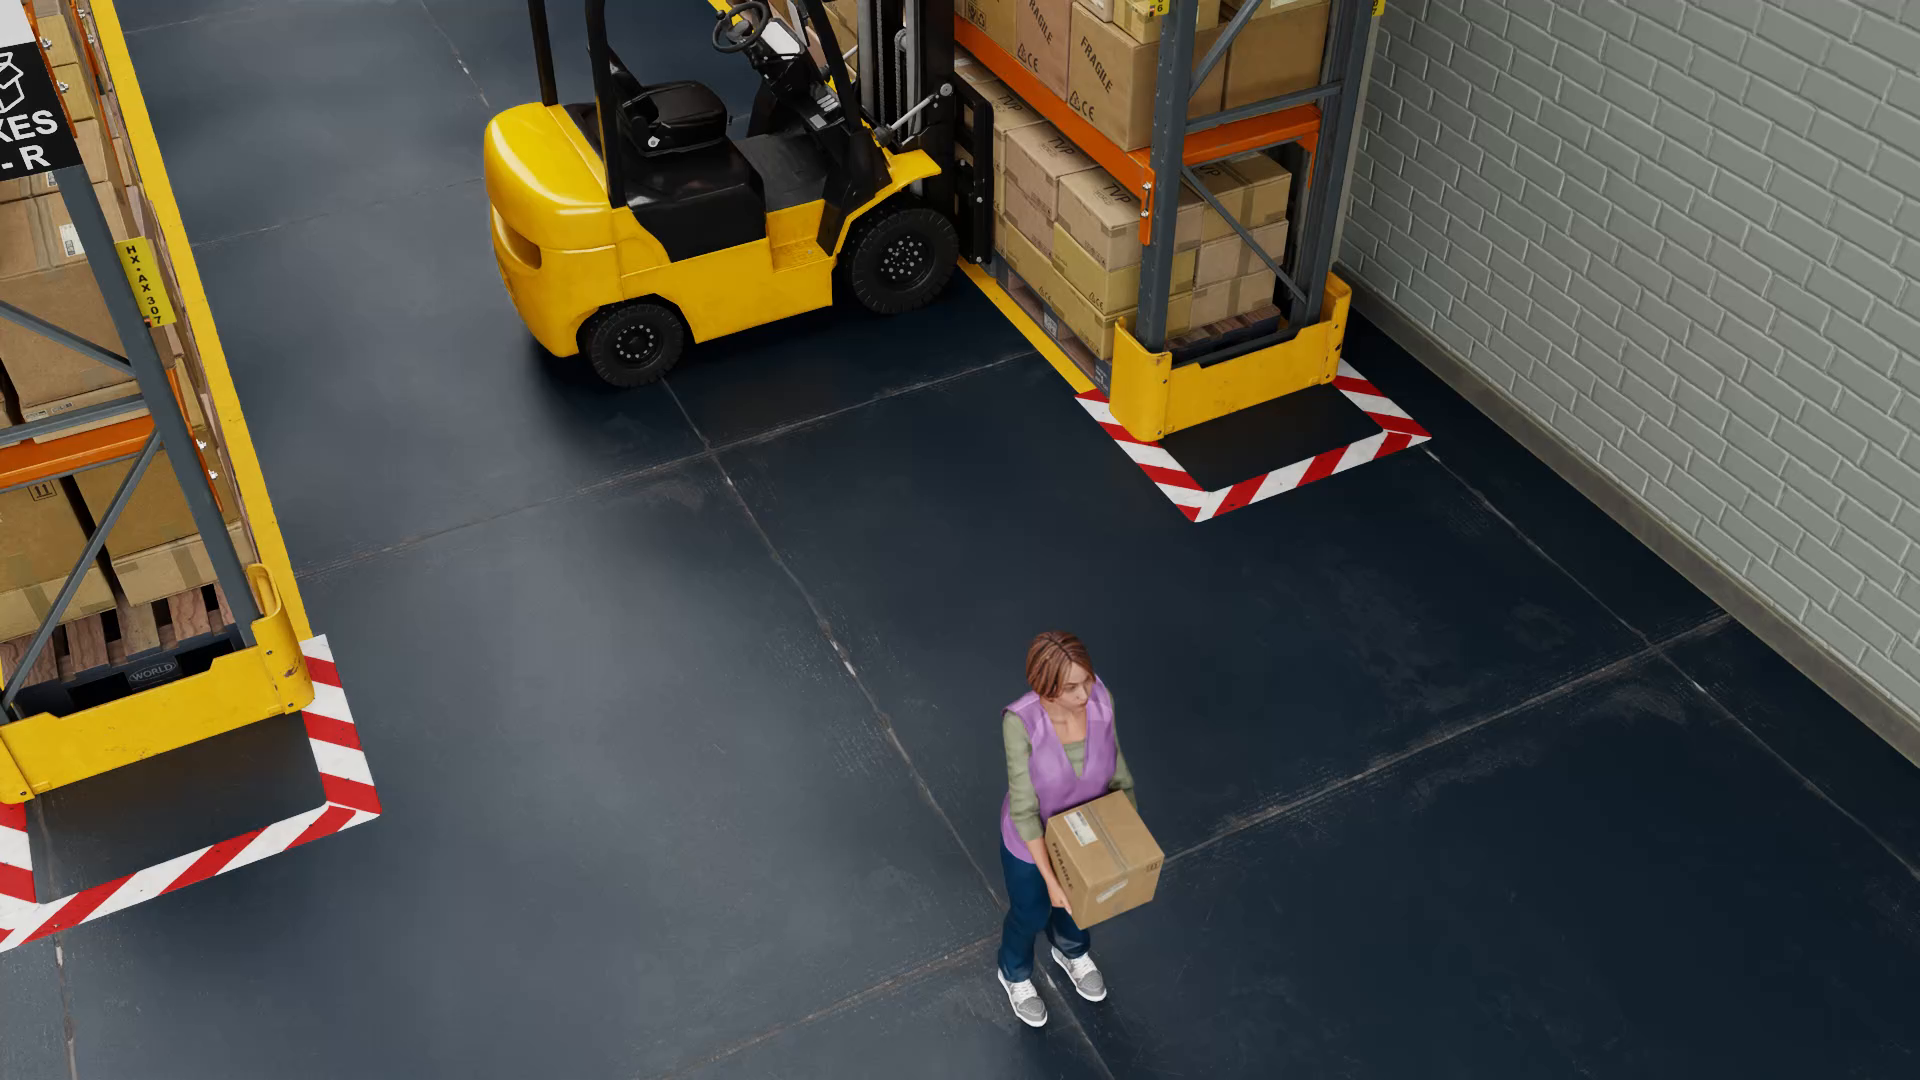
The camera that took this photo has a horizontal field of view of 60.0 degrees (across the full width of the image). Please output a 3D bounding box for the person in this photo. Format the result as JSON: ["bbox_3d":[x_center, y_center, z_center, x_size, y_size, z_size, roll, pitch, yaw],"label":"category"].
[{"bbox_3d":[0.334,0.958,5.101,0.384,1.591,0.495,-18,45,-19],"label":"person"}]
